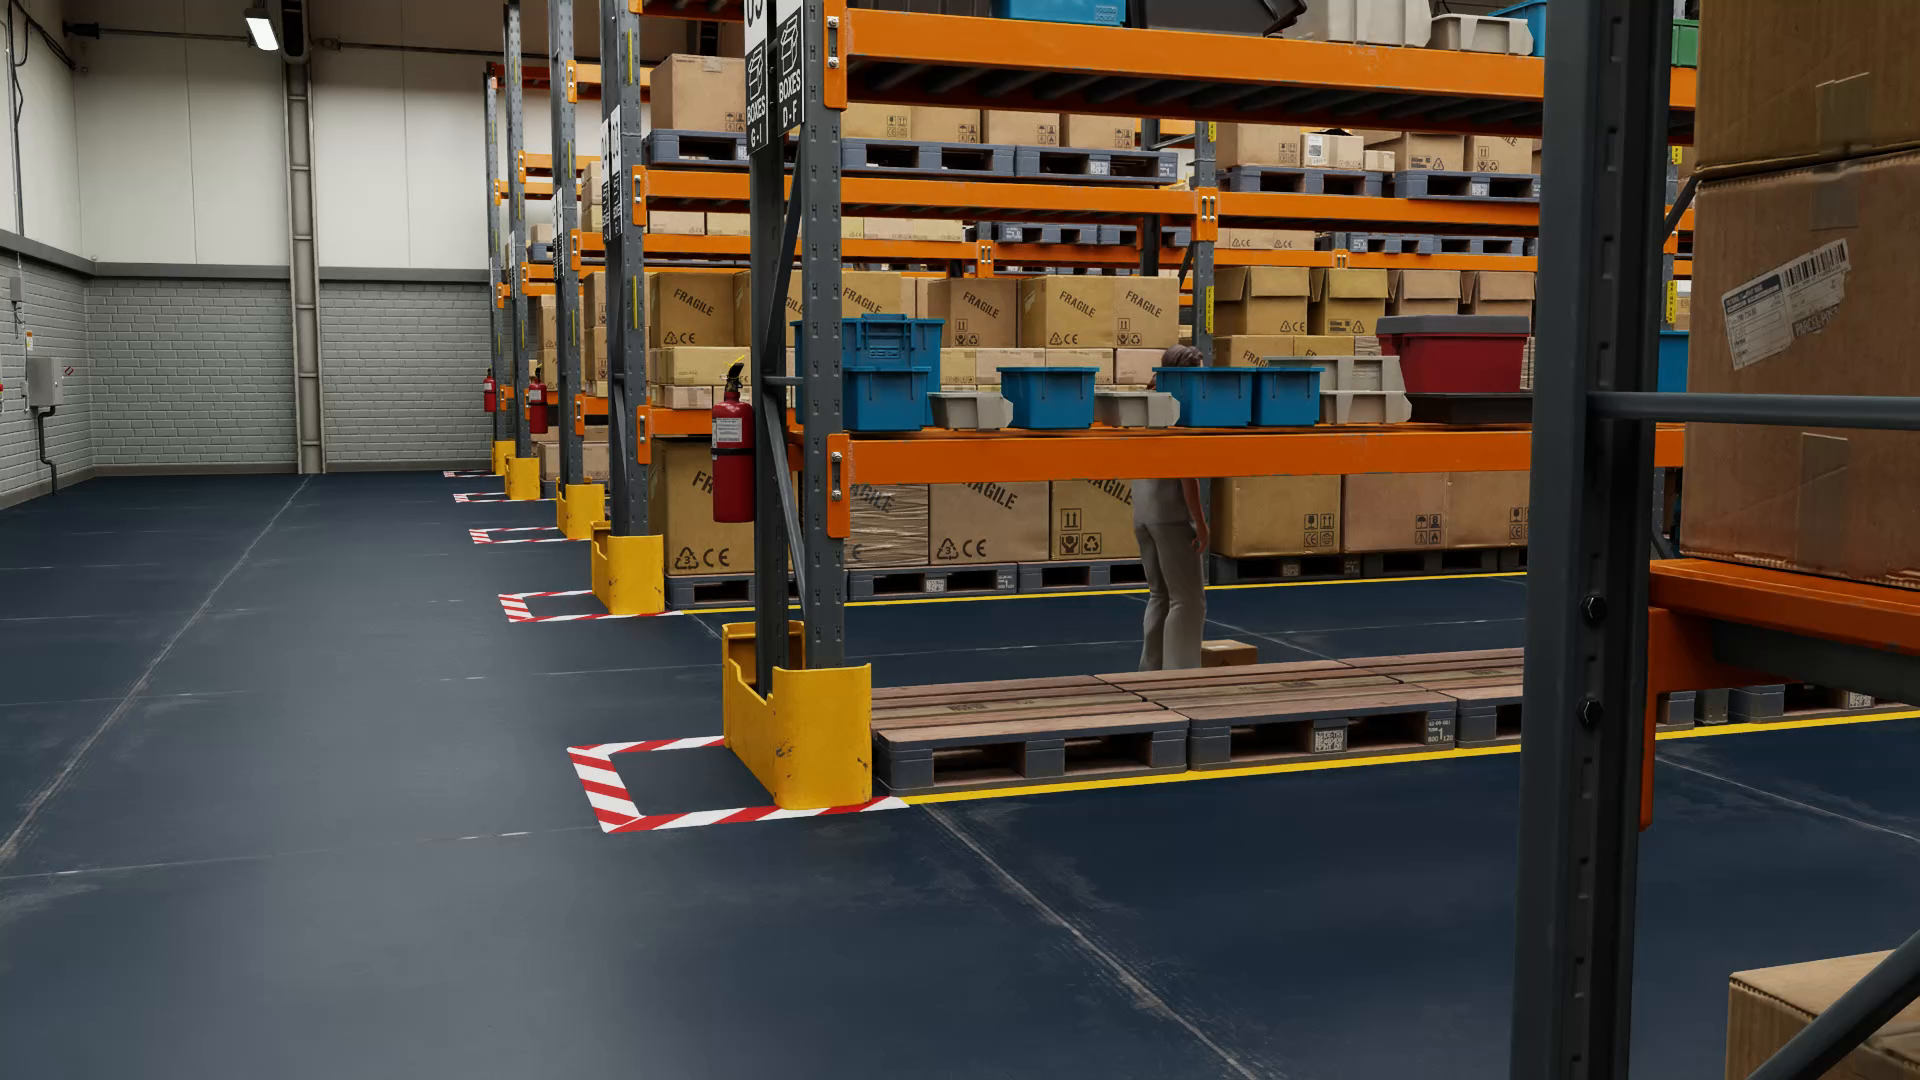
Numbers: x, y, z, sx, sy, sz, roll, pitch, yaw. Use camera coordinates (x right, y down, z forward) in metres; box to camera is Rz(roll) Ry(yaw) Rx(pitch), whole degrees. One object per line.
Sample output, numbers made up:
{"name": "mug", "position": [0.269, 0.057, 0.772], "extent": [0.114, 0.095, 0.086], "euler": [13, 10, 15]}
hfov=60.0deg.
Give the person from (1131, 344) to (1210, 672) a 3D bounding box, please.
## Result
{"name": "person", "position": [0.996, -0.072, 7.736], "extent": [0.362, 1.672, 0.514], "euler": [-2, 6, -22]}
